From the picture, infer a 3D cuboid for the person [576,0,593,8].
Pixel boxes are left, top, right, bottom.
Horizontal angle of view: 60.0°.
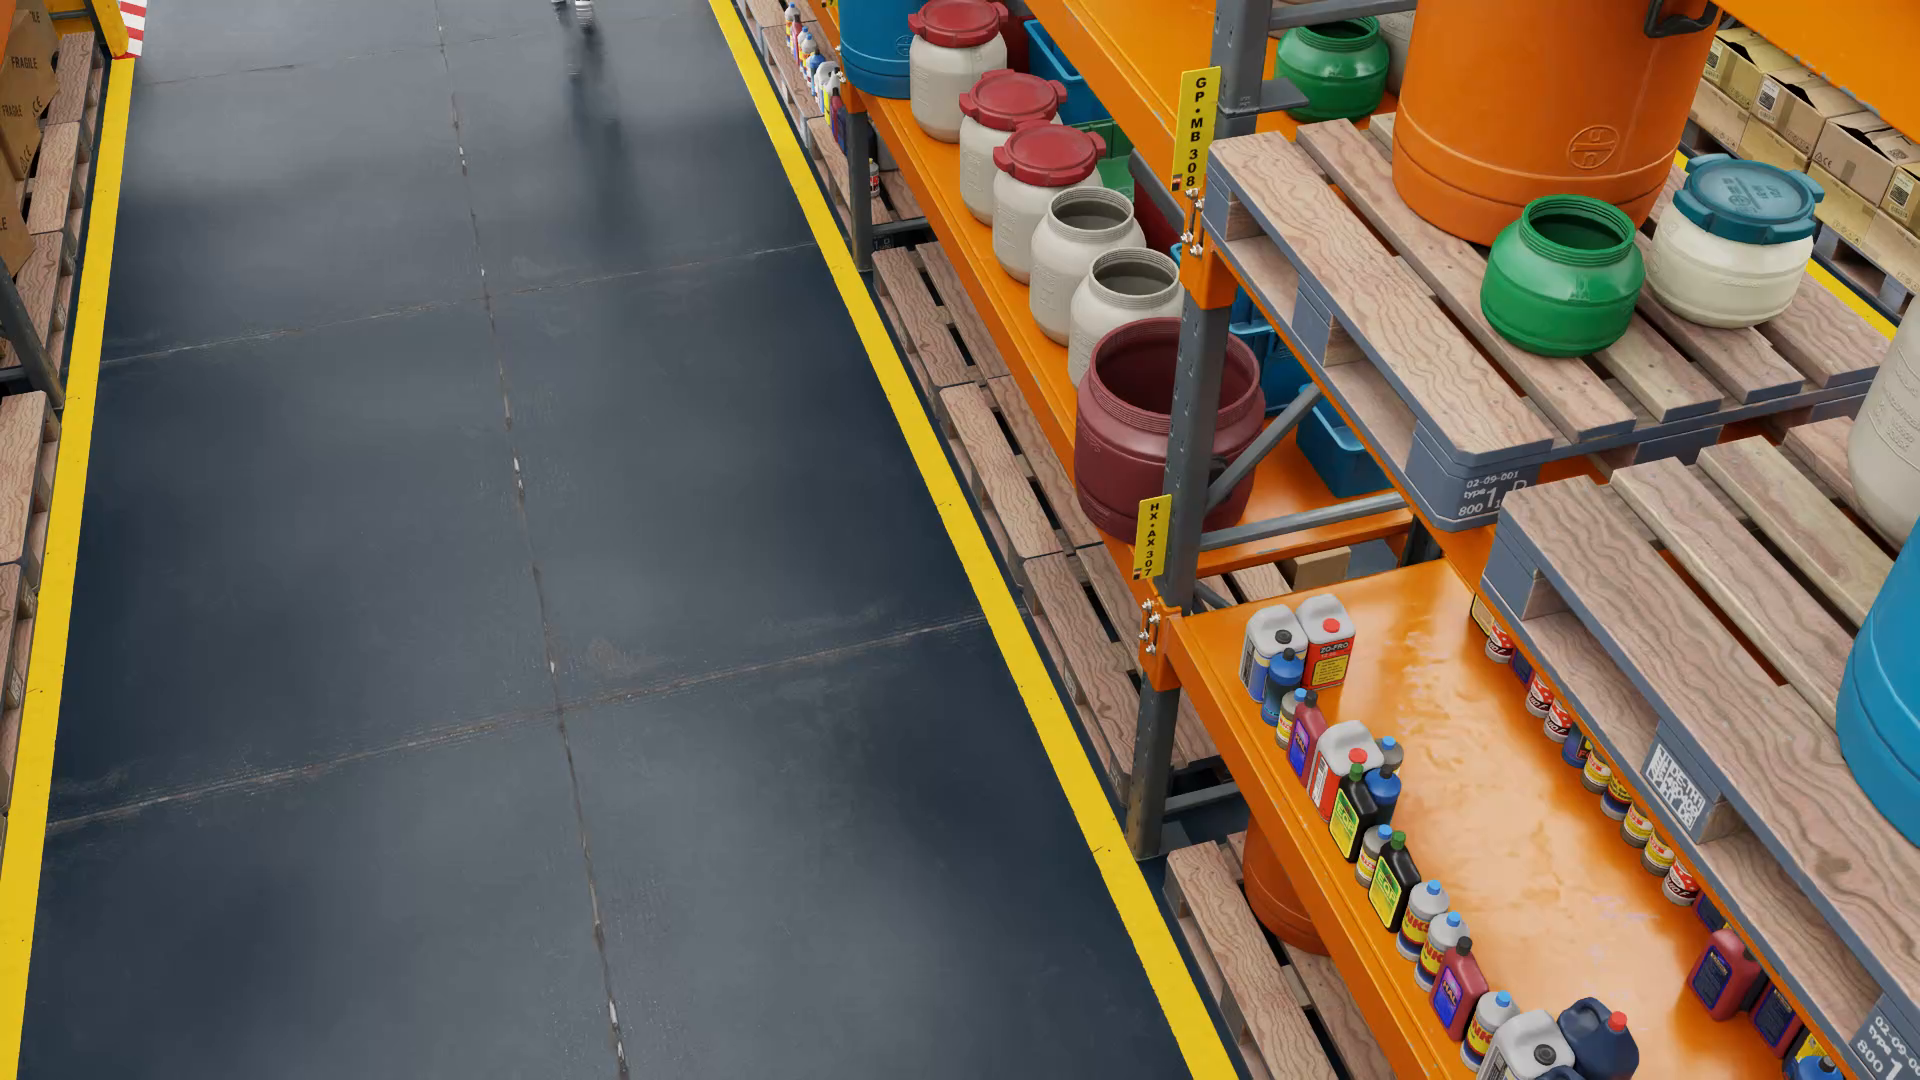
[{"bbox_3d":[-2.626,-4.228,10.718,0.421,1.555,0.874,-12,44,-12],"label":"person"}]
